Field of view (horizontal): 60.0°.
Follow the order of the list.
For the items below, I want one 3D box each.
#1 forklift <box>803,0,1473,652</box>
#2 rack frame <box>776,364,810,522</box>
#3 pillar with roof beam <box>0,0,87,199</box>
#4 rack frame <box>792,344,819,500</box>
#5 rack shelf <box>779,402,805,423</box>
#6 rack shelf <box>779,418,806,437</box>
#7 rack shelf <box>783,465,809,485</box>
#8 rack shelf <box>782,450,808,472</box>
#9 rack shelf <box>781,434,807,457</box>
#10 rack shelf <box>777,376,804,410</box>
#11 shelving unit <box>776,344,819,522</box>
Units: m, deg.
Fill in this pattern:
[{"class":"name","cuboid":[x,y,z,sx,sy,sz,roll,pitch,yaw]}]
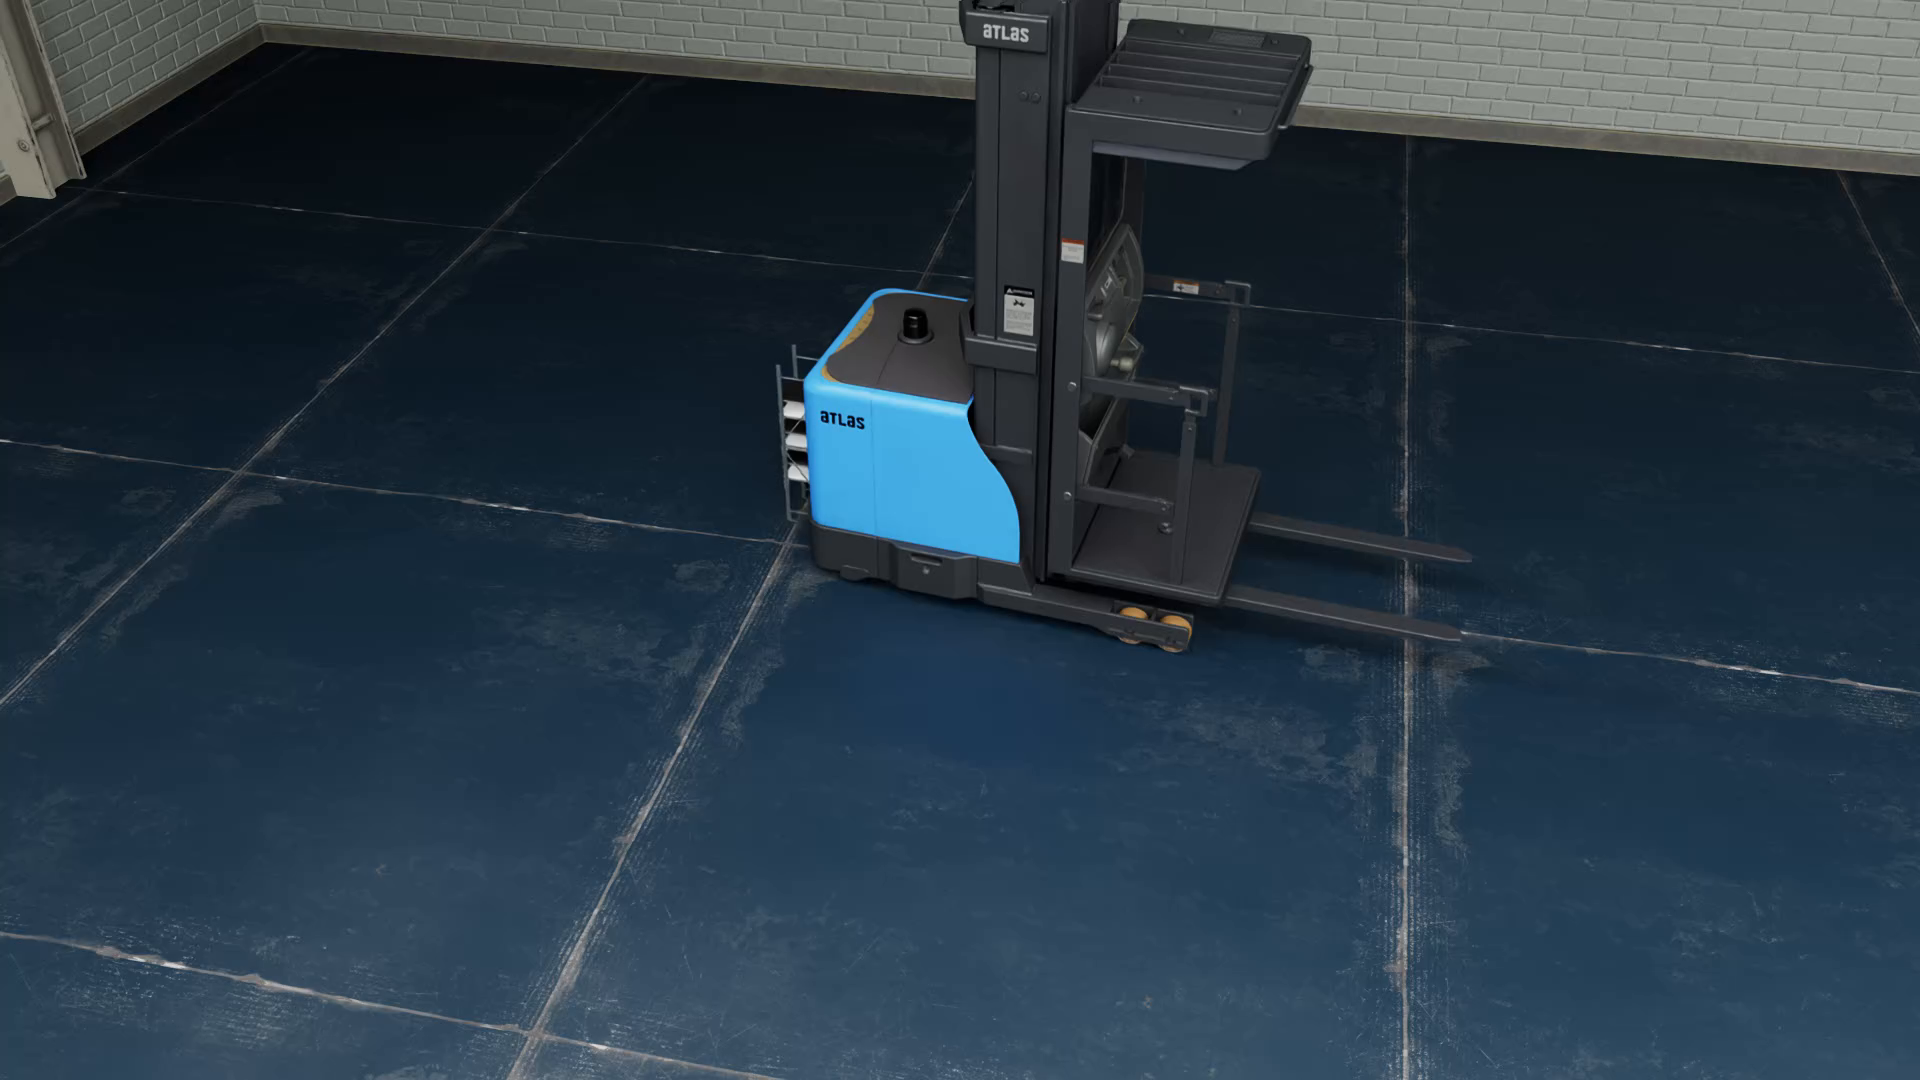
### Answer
[{"class":"forklift","cuboid":[0.856,-1.029,7.173,3.031,2.935,1.130,11,37,15]},{"class":"rack frame","cuboid":[-0.755,-0.444,8.095,0.240,0.900,0.006,10,37,14]},{"class":"pillar with roof beam","cuboid":[-2.187,-5.596,8.304,9.100,9.000,0.400,7,37,10]},{"class":"rack frame","cuboid":[-0.696,-0.558,8.253,0.240,0.900,0.006,10,37,14]},{"class":"rack shelf","cuboid":[-0.725,-0.620,8.088,0.258,0.077,0.200,10,37,14]},{"class":"rack shelf","cuboid":[-0.725,-0.547,8.141,0.258,0.077,0.200,10,37,14]},{"class":"rack shelf","cuboid":[-0.725,-0.328,8.299,0.258,0.077,0.200,10,37,14]},{"class":"rack shelf","cuboid":[-0.725,-0.401,8.246,0.258,0.077,0.200,10,37,14]},{"class":"rack shelf","cuboid":[-0.725,-0.474,8.194,0.258,0.077,0.200,10,37,14]},{"class":"rack shelf","cuboid":[-0.725,-0.692,8.035,0.258,0.077,0.200,10,37,14]},{"class":"shelving unit","cuboid":[-0.725,-0.501,8.174,0.258,0.900,0.210,10,37,14]}]
